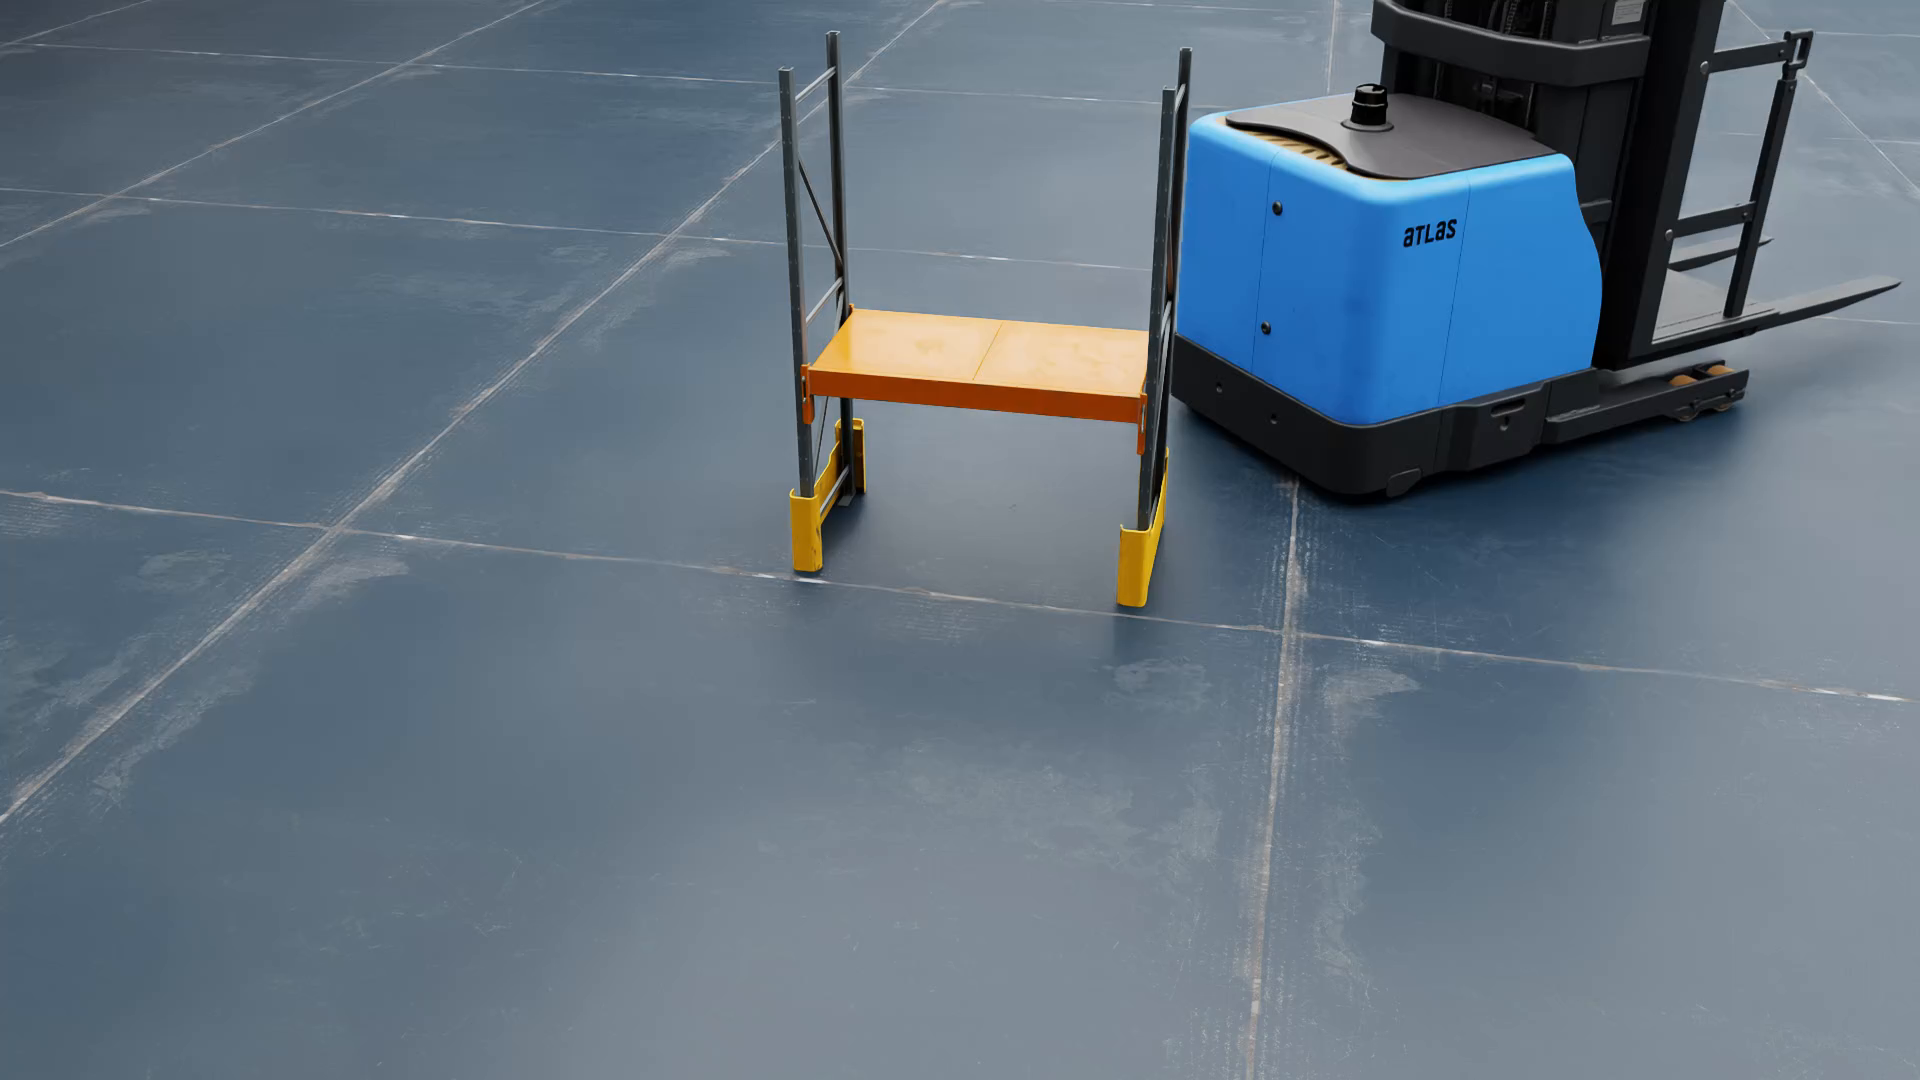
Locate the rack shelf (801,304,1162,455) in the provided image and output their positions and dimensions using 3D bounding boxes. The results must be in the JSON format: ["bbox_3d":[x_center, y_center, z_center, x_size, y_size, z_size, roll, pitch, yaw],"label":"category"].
[{"bbox_3d":[0.083,-0.492,4.961,1.000,0.185,0.538,6,29,11],"label":"rack shelf"}]

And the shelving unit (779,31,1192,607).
[{"bbox_3d":[0.075,-0.650,4.876,1.083,1.500,0.587,6,29,11],"label":"shelving unit"}]

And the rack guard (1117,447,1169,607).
[{"bbox_3d":[0.562,-0.052,5.085,0.087,0.250,0.587,6,29,11],"label":"rack guard"}]

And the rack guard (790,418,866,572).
[{"bbox_3d":[-0.412,-0.152,5.267,0.087,0.250,0.587,6,29,11],"label":"rack guard"}]

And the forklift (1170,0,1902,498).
[{"bbox_3d":[2.303,-1.921,5.707,3.031,2.935,1.130,-15,32,-25],"label":"forklift"}]

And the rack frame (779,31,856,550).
[{"bbox_3d":[-0.414,-0.700,4.967,0.032,1.500,0.500,6,29,11],"label":"rack frame"}]

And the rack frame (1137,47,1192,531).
[{"bbox_3d":[0.581,-0.598,4.781,0.032,1.500,0.500,6,29,11],"label":"rack frame"}]
